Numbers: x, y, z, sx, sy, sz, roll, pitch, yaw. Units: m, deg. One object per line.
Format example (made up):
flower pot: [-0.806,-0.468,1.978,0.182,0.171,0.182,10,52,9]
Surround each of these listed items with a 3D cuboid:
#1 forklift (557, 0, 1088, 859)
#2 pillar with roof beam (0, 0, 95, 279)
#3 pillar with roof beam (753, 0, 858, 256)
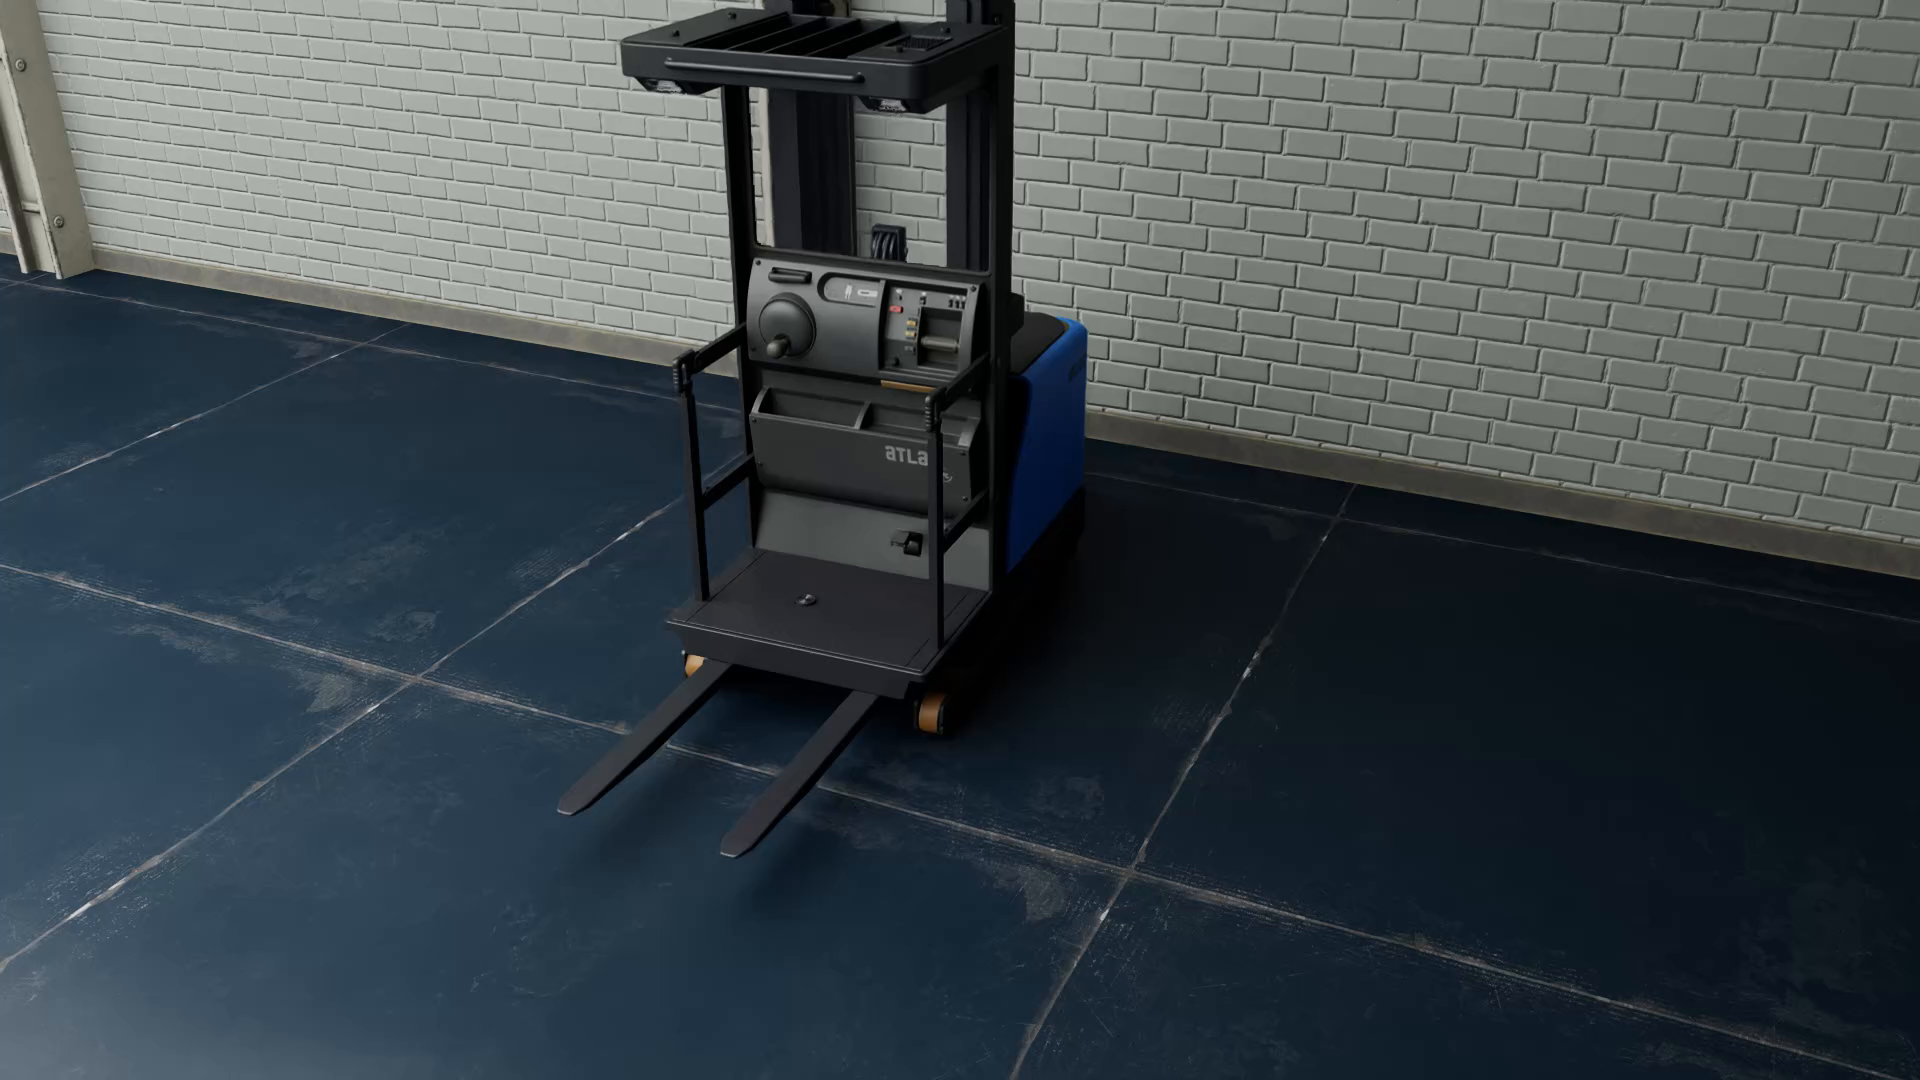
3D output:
forklift: [-0.447,-0.793,6.042,1.130,2.935,3.031,10,28,20]
pillar with roof beam: [-8.040,-4.186,6.065,0.400,9.000,9.100,11,28,22]
pillar with roof beam: [-2.578,-3.089,3.837,0.400,9.000,9.100,11,28,22]
